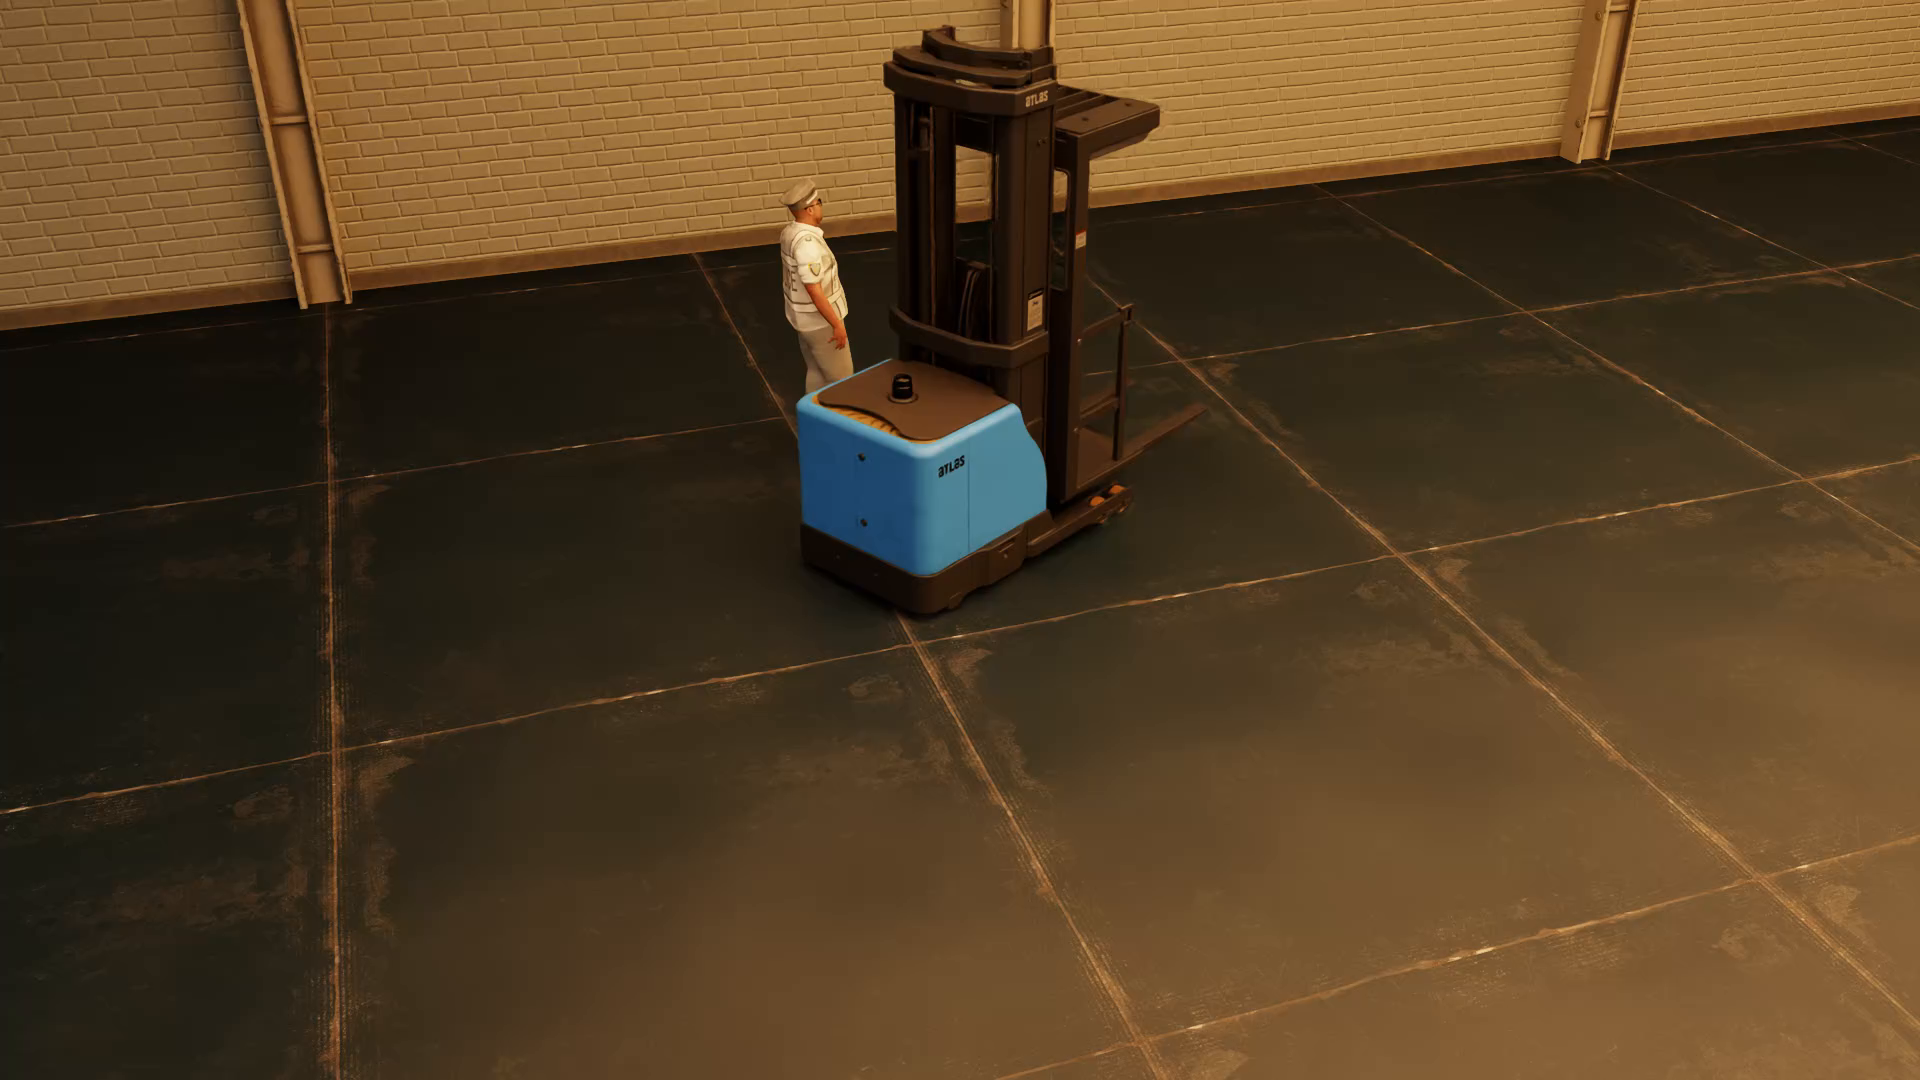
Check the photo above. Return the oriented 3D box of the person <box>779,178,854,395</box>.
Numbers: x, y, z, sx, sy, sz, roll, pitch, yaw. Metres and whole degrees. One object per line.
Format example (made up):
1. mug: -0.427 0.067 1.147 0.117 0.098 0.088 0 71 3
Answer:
1. person: -0.838 -1.460 10.763 0.575 1.781 0.640 -11 32 -19

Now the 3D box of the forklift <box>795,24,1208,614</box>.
1. forklift: 0.417 -1.517 9.724 1.130 2.935 3.031 24 37 35
